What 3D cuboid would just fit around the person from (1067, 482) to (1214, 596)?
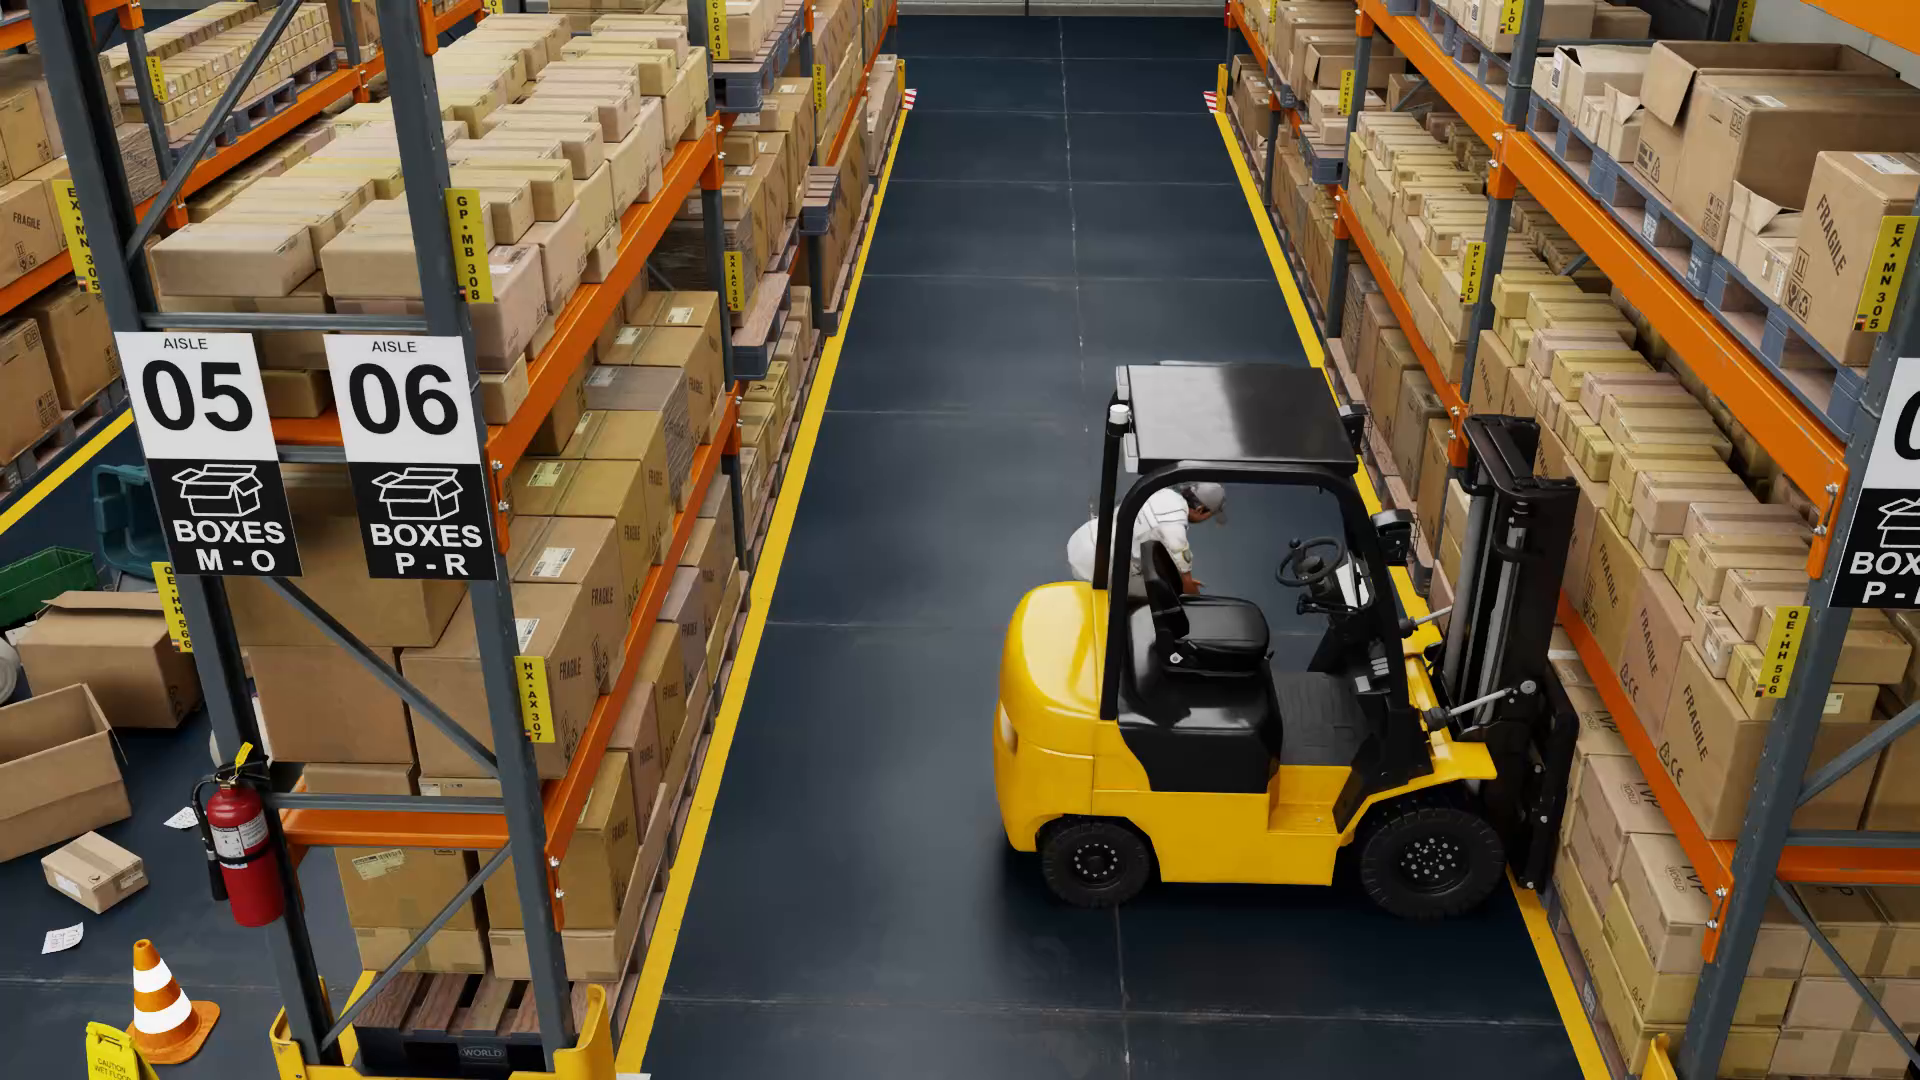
[{"bbox_3d":[0.984,0.160,8.997,0.810,1.034,0.532,1,28,2],"label":"person"}]
